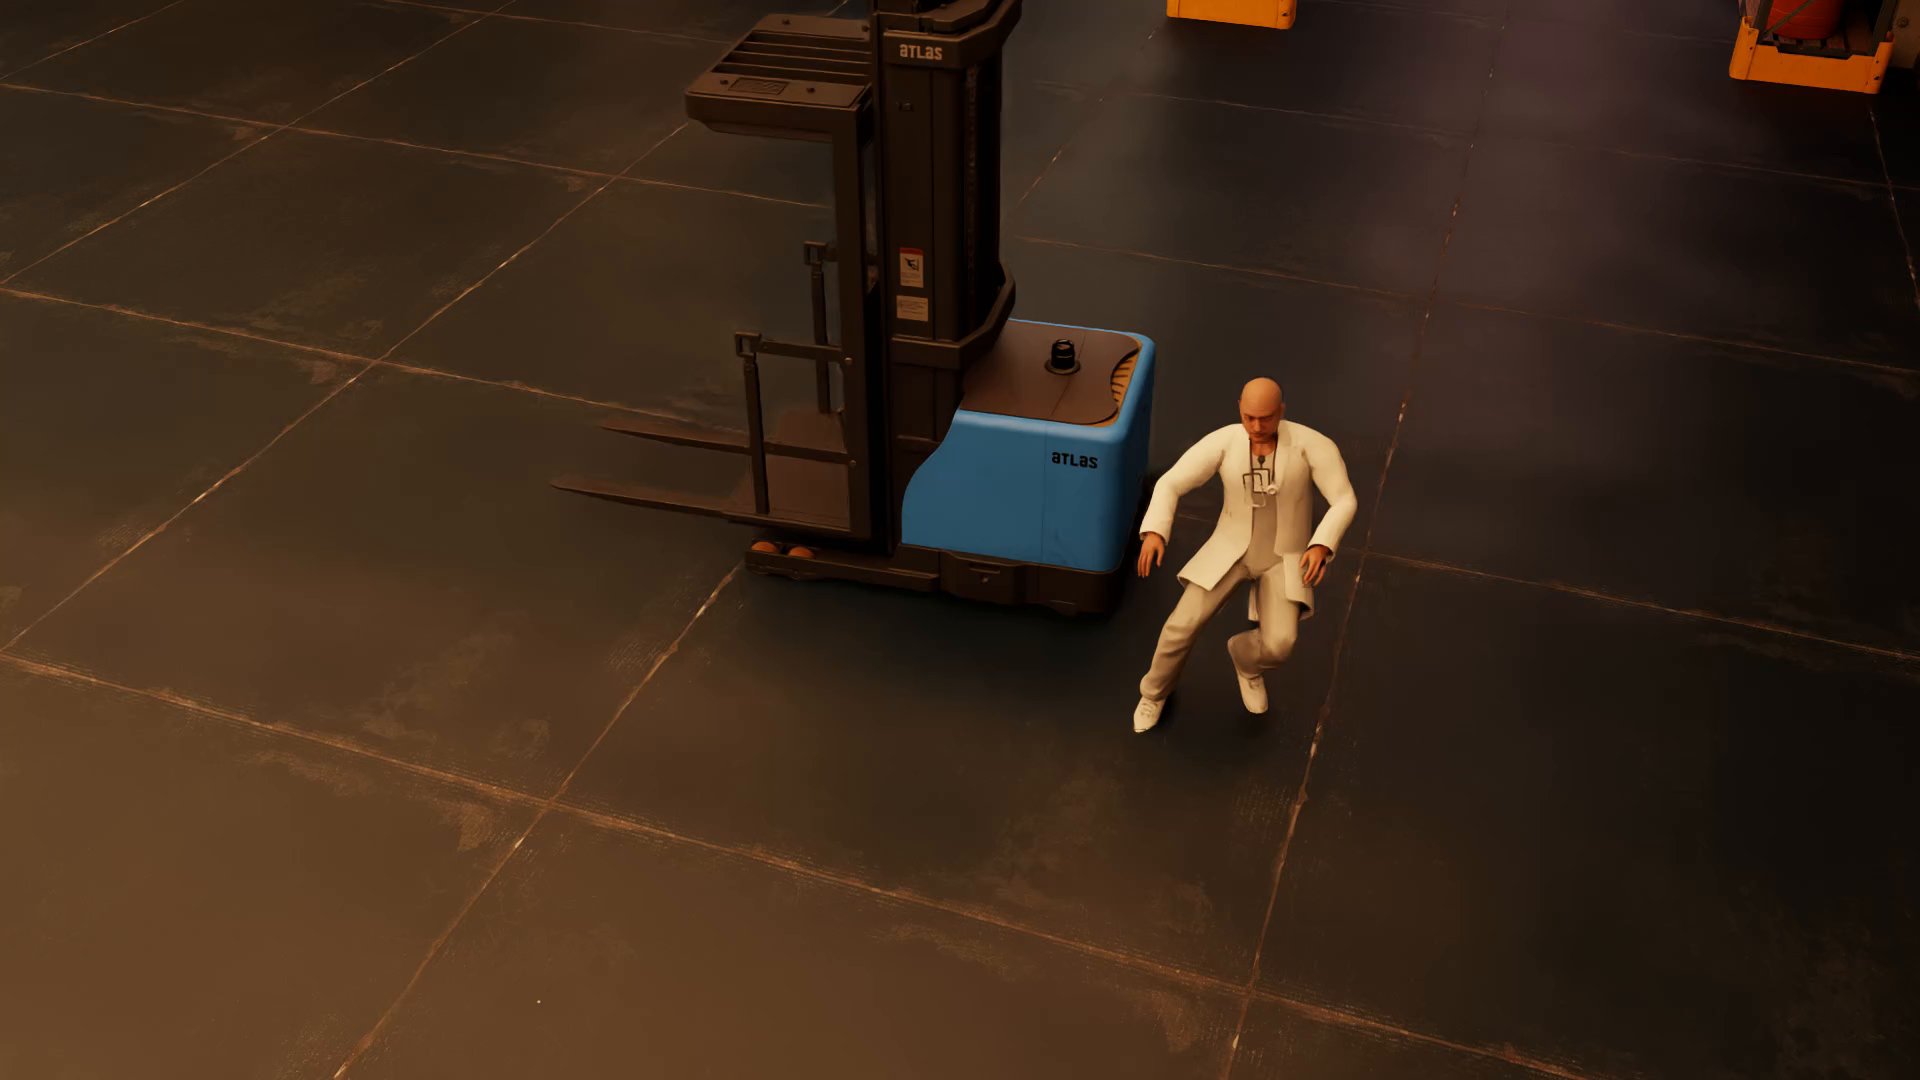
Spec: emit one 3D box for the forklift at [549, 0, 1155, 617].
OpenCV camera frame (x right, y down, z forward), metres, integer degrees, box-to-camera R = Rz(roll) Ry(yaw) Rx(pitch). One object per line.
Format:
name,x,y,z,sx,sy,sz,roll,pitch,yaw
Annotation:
forklift,-0.596,-1.278,7.913,3.031,2.935,1.130,8,36,12

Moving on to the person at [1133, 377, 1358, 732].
person,1.225,0.110,7.186,0.883,1.624,0.687,8,36,11
